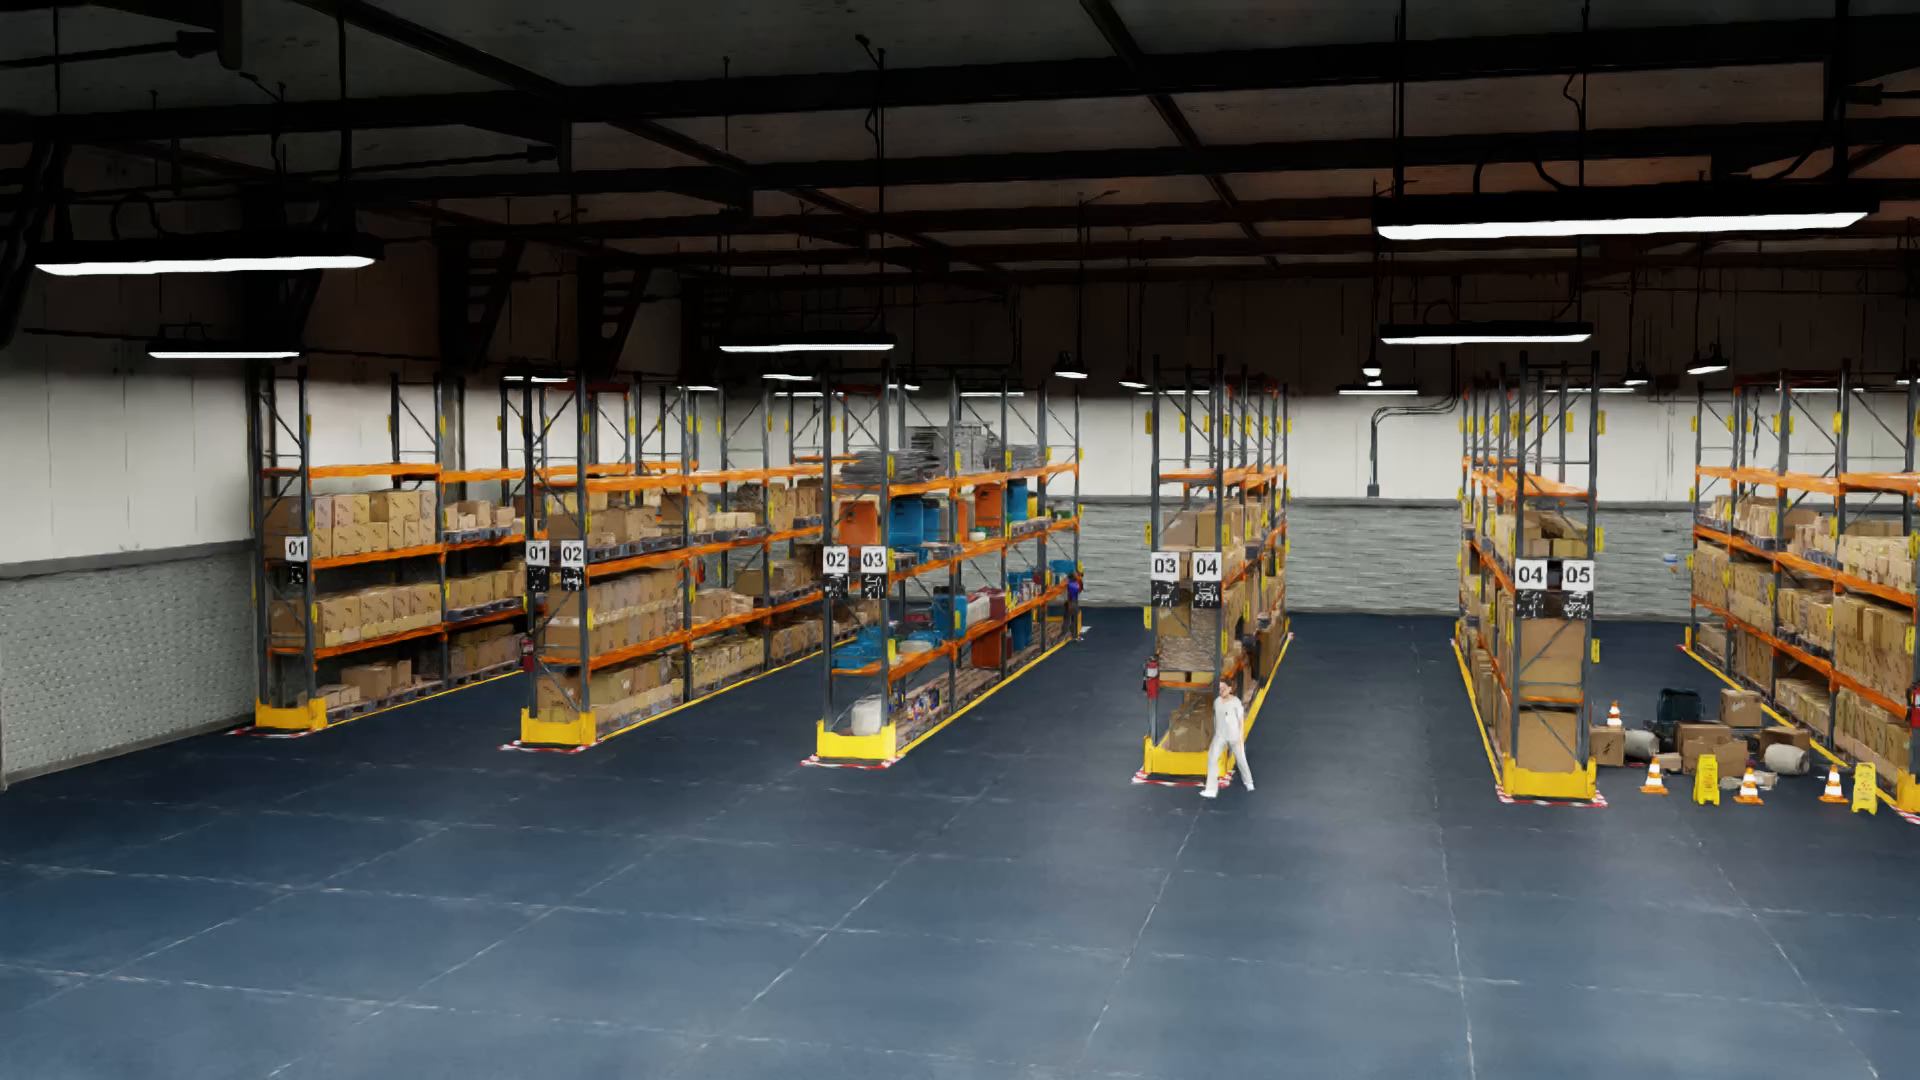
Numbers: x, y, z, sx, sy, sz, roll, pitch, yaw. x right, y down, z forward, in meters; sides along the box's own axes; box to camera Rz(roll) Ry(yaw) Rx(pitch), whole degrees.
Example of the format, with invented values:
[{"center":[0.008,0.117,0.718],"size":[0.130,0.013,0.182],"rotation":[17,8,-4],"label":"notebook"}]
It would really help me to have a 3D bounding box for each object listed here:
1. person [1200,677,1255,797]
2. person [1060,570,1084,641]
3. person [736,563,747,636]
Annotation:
[{"center":[3.645,2.650,22.476],"size":[0.491,1.606,0.957],"rotation":[3,5,36],"label":"person"},{"center":[2.585,1.546,38.535],"size":[0.473,1.590,0.567],"rotation":[1,4,20],"label":"person"},{"center":[-4.991,1.429,38.689],"size":[0.505,1.788,0.609],"rotation":[-1,4,-15],"label":"person"}]
